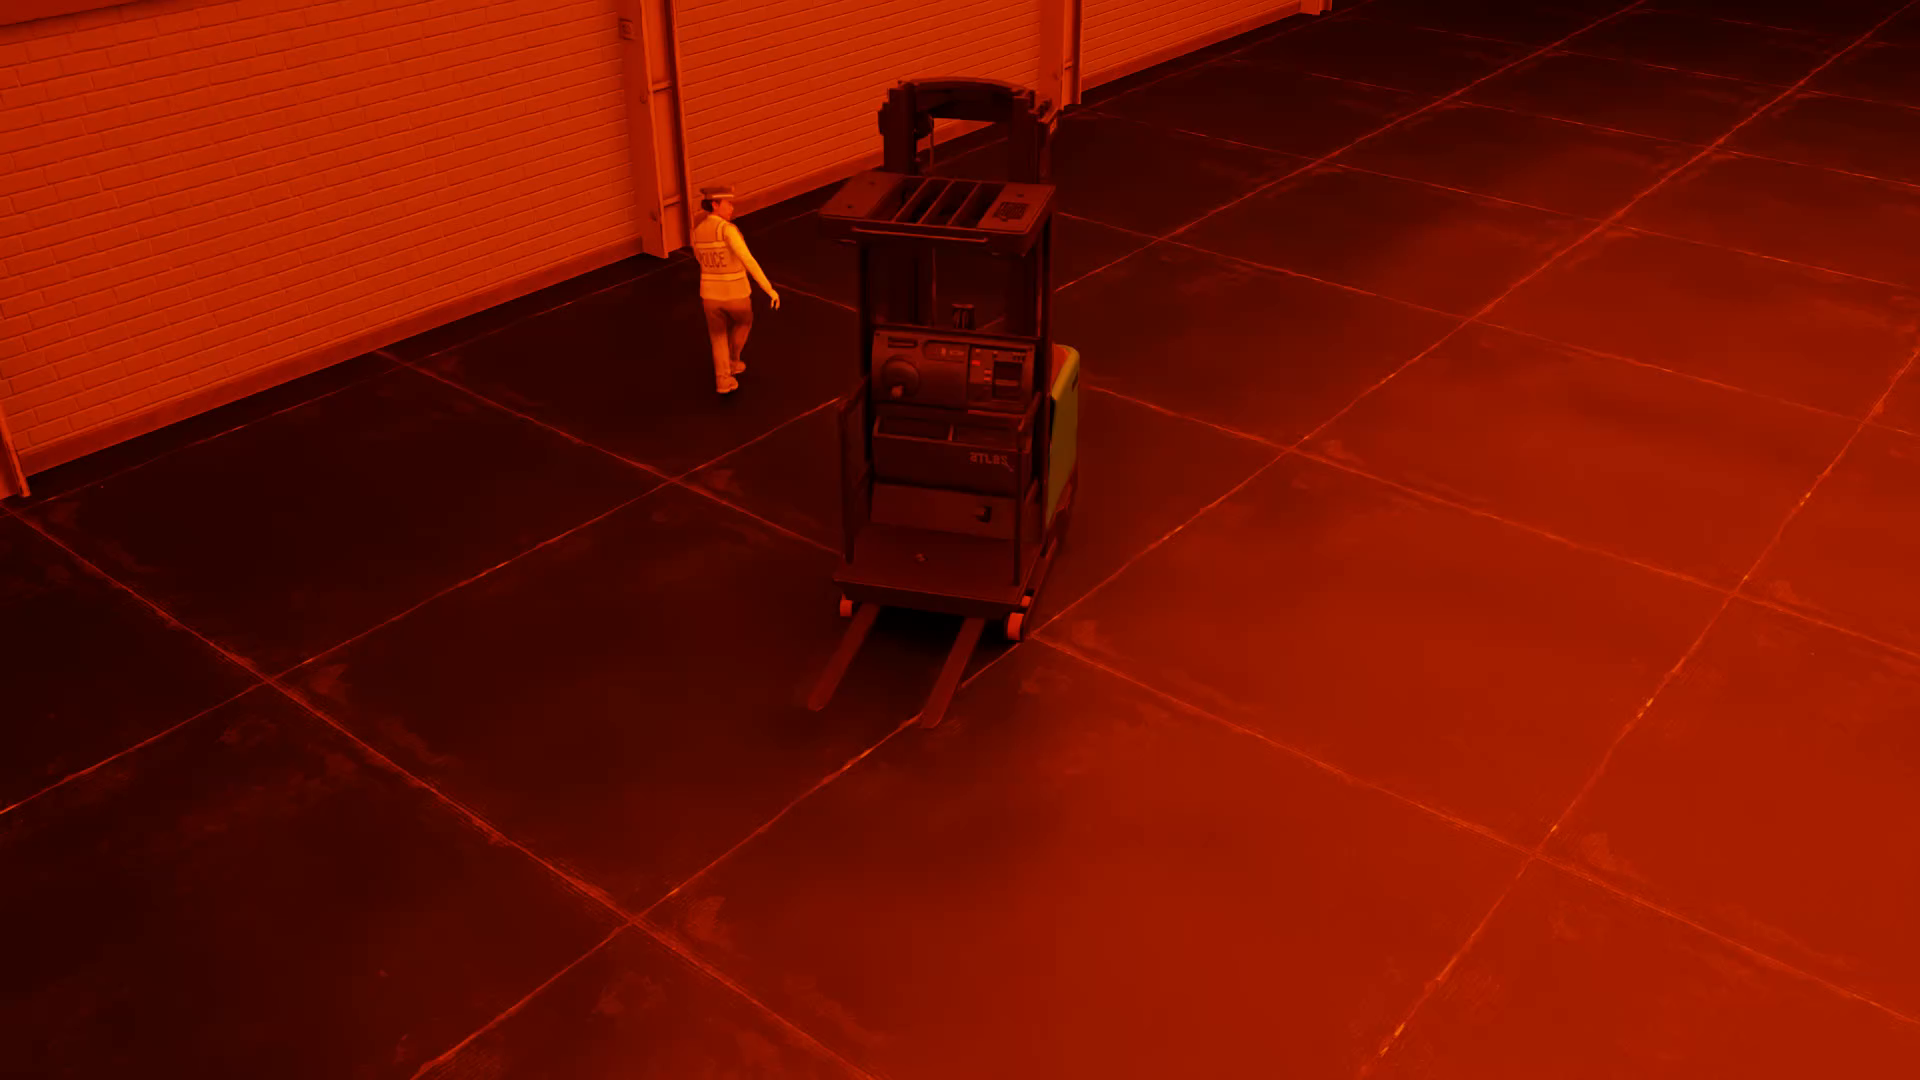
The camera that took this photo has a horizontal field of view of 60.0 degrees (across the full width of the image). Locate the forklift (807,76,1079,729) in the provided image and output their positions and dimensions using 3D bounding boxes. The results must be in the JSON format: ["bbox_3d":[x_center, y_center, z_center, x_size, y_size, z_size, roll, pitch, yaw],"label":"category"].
[{"bbox_3d":[-0.092,-0.900,9.135,1.130,2.935,3.031,7,31,12],"label":"forklift"}]

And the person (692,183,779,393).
[{"bbox_3d":[-1.601,-1.838,12.139,0.773,1.562,0.790,9,31,15],"label":"person"}]
